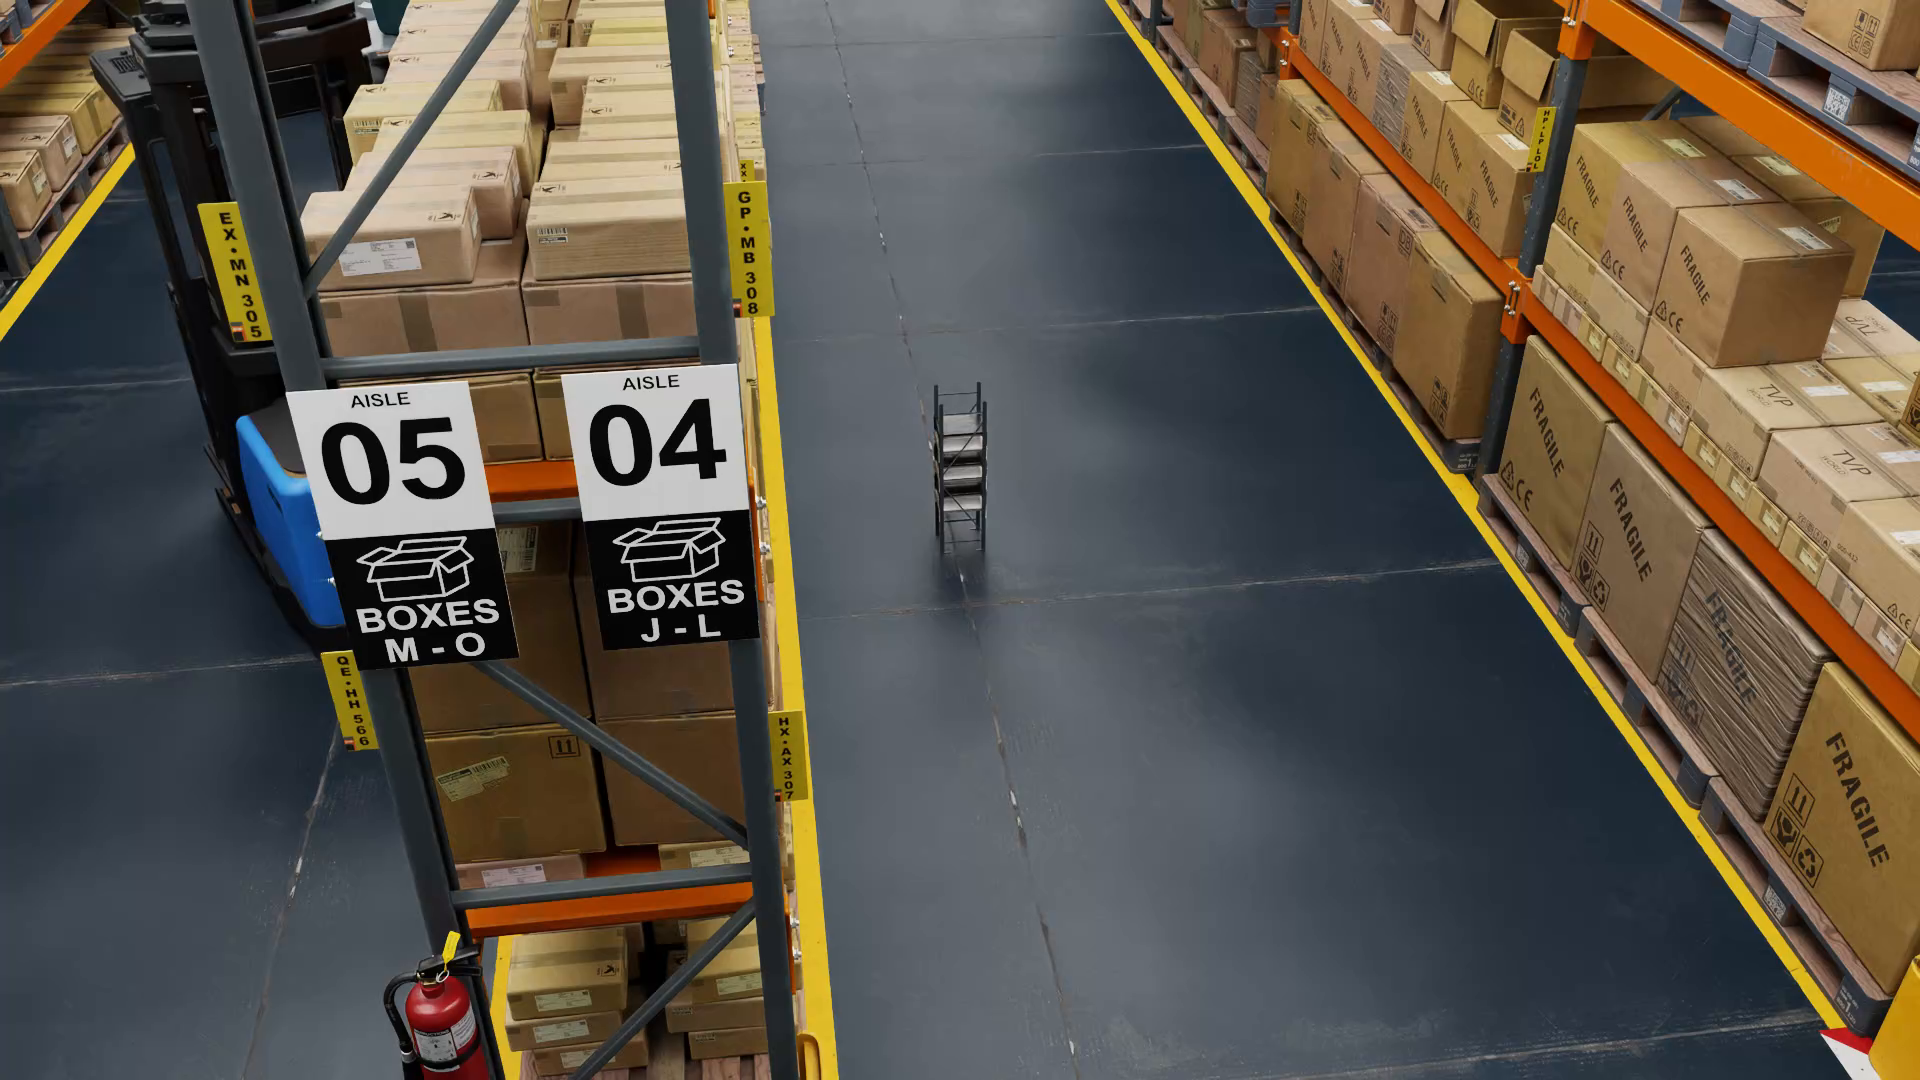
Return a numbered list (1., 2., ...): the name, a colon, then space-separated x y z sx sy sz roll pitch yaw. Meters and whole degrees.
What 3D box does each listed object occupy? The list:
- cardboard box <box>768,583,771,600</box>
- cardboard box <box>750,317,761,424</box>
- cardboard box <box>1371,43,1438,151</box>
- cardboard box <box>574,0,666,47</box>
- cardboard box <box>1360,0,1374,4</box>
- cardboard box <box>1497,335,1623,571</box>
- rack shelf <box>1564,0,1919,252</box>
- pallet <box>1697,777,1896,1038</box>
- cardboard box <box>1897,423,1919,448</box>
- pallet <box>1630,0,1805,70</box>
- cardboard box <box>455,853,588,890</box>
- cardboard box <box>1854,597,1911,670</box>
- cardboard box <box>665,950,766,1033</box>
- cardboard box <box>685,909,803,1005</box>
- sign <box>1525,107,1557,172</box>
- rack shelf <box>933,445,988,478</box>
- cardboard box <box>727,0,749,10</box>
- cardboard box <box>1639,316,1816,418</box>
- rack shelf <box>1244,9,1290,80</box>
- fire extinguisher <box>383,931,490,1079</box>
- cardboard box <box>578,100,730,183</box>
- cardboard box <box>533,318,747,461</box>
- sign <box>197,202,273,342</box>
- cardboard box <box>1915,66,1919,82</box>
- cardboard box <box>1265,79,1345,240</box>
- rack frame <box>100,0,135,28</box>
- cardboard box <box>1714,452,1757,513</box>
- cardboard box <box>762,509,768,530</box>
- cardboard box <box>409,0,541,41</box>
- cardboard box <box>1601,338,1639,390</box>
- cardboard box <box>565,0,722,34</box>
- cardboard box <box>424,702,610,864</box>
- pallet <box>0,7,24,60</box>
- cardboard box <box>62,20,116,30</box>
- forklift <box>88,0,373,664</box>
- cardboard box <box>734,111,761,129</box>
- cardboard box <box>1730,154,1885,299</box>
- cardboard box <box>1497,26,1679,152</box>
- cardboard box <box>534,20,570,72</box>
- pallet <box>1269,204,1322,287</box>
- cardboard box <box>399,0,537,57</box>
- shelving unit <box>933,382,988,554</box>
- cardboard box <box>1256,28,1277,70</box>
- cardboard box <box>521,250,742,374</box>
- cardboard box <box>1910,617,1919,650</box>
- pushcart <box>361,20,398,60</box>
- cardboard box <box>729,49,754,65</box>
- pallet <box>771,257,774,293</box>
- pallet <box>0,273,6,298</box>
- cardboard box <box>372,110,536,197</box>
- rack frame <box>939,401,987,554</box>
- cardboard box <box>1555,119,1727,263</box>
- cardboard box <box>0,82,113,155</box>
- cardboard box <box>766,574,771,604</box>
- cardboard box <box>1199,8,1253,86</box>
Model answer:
1. cardboard box: -1.108 0.254 8.000 0.380 0.149 0.250 -5 35 -8
2. cardboard box: -1.004 -0.710 6.016 0.500 0.500 0.500 -5 35 -8
3. cardboard box: 2.845 -2.686 10.067 0.500 0.500 0.500 -4 35 -6
4. cardboard box: -1.010 -1.621 5.265 0.380 0.149 0.250 -3 34 -5
5. cardboard box: 2.923 -3.835 10.863 0.797 0.503 0.637 -3 34 -5
6. cardboard box: 3.388 -0.477 8.429 0.875 0.875 0.875 -4 35 -6
7. rack shelf: 3.647 -1.382 6.219 1.077 0.370 4.000 -4 35 -6
8. pallet: 3.731 1.388 6.655 1.003 0.211 1.213 -4 35 -6
9. cardboard box: 3.979 -0.244 6.442 0.500 0.250 0.500 -5 35 -8
10. pallet: 3.478 -2.302 7.008 1.003 0.211 1.213 -4 35 -6
11. cardboard box: -1.336 0.938 5.061 0.380 0.149 0.250 -4 35 -6
12. cardboard box: 3.473 0.320 5.968 0.380 0.149 0.250 -4 35 -6
13. cardboard box: -0.828 1.565 5.813 0.380 0.149 0.250 -3 34 -4
14. cardboard box: -0.746 1.436 5.739 0.380 0.149 0.250 -6 35 -9
15. sign: 2.842 -1.955 8.127 0.100 0.325 0.005 -4 35 -6
16. rack shelf: 0.001 -0.414 8.587 0.258 0.077 0.200 -4 35 -6
17. cardboard box: -1.501 -3.259 10.320 0.380 0.149 0.250 -3 34 -5
18. cardboard box: 3.319 -0.769 7.212 0.500 0.250 0.500 -4 34 -5
19. rack shelf: 2.571 -4.607 13.614 1.077 0.370 4.000 -4 35 -6
20. fire extinguisher: -1.436 1.357 4.624 0.296 0.674 0.183 -4 35 -6
21. cardboard box: -0.811 -1.052 4.431 0.380 0.149 0.250 -4 35 -6
22. cardboard box: -0.819 -0.452 4.348 0.500 0.250 0.500 -3 34 -5
23. sign: -1.565 -0.579 3.615 0.100 0.325 0.005 -4 35 -6
24. cardboard box: 3.719 -1.714 5.516 0.700 0.500 0.500 -7 35 -10
25. cardboard box: 2.912 -2.697 11.687 1.225 0.875 0.875 -6 35 -9
26. rack frame: -7.518 -5.270 13.948 1.000 3.000 0.127 -4 35 -6
27. cardboard box: 3.337 -0.247 6.801 0.380 0.149 0.250 -4 34 -5
28. cardboard box: -1.144 -0.054 8.188 0.380 0.149 0.250 -6 35 -9
29. cardboard box: -1.574 -1.723 5.415 0.380 0.149 0.250 -5 35 -8
30. cardboard box: 3.197 -0.822 7.644 0.380 0.149 0.250 -5 35 -8
31. cardboard box: -1.103 -1.801 5.884 0.500 0.250 0.500 -3 34 -4
32. cardboard box: -1.328 0.600 4.982 0.500 0.500 0.500 -4 34 -5
33. pallet: -7.181 -3.348 11.298 1.213 0.211 1.003 -4 35 -6
34. cardboard box: -7.864 -4.617 15.058 0.500 0.250 0.500 -3 34 -4
35. forklift: -3.393 -1.392 8.319 1.130 2.935 3.031 -21 40 -28
36. cardboard box: -1.223 -2.106 8.627 0.380 0.149 0.250 -4 34 -6
37. cardboard box: 3.768 -1.411 7.489 0.500 0.500 0.500 -4 34 -6
38. cardboard box: 3.284 -2.368 8.710 0.797 0.503 0.637 -5 35 -8
39. cardboard box: -1.519 -1.481 5.413 0.500 0.250 0.500 -6 35 -8
40. pallet: 2.872 -2.190 11.905 1.003 0.211 1.213 -4 35 -6
41. cardboard box: -1.533 -1.577 5.201 0.380 0.149 0.250 -5 35 -8
42. shelving unit: 0.001 -0.367 8.619 0.258 0.900 0.210 -4 35 -6
43. cardboard box: 2.639 -3.914 13.121 0.500 0.250 0.500 -1 34 -1
44. cardboard box: -0.815 -0.659 4.208 0.500 0.250 0.500 -4 34 -6
45. cardboard box: 3.588 0.365 5.549 0.500 0.250 0.500 -5 35 -7
46. pushcart: -5.265 -4.387 14.981 1.648 0.377 0.936 -16 38 -23
47. cardboard box: -1.362 -2.679 9.468 0.380 0.149 0.250 -3 34 -5
48. pallet: -1.509 -1.595 8.726 1.003 0.211 1.213 -4 35 -6
49. pallet: -6.948 -1.440 10.804 1.003 0.211 1.213 -4 35 -6
50. cardboard box: -1.320 -1.005 4.362 0.380 0.149 0.250 -5 35 -8
51. rack frame: 0.015 -0.311 8.535 0.240 0.900 0.006 -4 35 -6
52. cardboard box: 3.189 -1.640 7.825 0.500 0.500 0.500 -4 35 -6
53. cardboard box: -7.249 -3.276 12.983 0.950 0.372 0.625 -3 34 -5
54. cardboard box: -1.045 0.273 7.444 0.380 0.149 0.250 -6 35 -9
55. cardboard box: 2.485 -4.245 14.274 0.700 0.500 0.500 -7 35 -10
